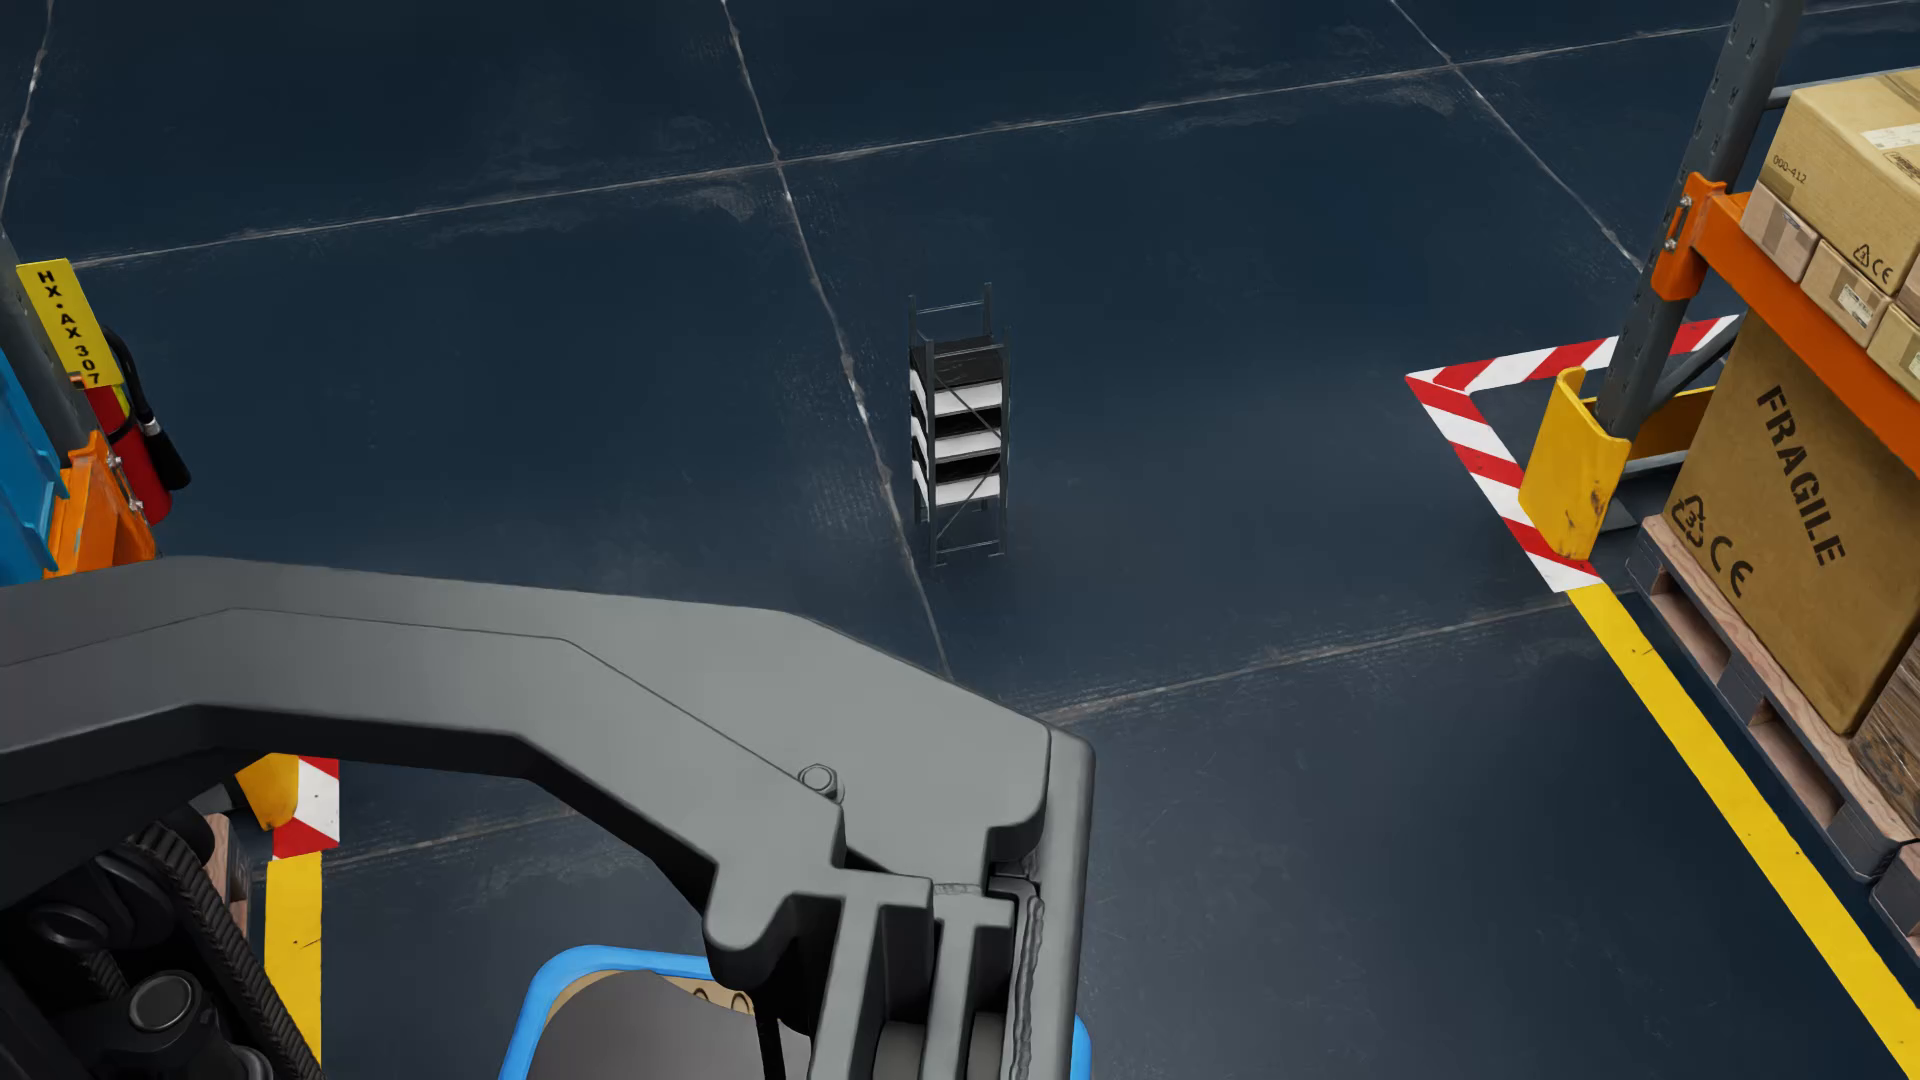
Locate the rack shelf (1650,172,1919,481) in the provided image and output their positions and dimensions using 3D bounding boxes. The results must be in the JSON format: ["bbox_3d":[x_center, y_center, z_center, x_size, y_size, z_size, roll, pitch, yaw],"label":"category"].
[{"bbox_3d":[2.917,0.449,3.213,1.077,0.370,4.000,-11,47,-10],"label":"rack shelf"}]

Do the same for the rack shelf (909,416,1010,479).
[{"bbox_3d":[-0.002,-0.297,4.958,0.258,0.077,0.200,-11,47,-10],"label":"rack shelf"}]

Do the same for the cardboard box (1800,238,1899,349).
[{"bbox_3d":[2.244,-0.613,3.926,0.380,0.149,0.250,-11,47,-11],"label":"cardboard box"}]

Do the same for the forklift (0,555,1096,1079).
[{"bbox_3d":[-0.449,1.547,1.682,1.130,2.935,3.031,5,46,5],"label":"forklift"}]

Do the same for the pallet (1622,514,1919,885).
[{"bbox_3d":[2.685,0.330,4.778,1.003,0.211,1.213,-11,47,-10],"label":"pallet"}]

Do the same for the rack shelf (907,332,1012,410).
[{"bbox_3d":[-0.002,-0.486,4.765,0.258,0.077,0.200,-11,47,-10],"label":"rack shelf"}]

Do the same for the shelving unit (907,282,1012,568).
[{"bbox_3d":[-0.002,-0.321,4.934,0.258,0.900,0.210,-11,47,-10],"label":"shelving unit"}]

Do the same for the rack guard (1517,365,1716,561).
[{"bbox_3d":[2.398,-0.325,5.218,1.175,0.500,0.348,-11,47,-10],"label":"rack guard"}]

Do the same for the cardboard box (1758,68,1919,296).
[{"bbox_3d":[2.266,-0.854,3.884,0.500,0.250,0.500,-12,47,-11],"label":"cardboard box"}]

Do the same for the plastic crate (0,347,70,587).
[{"bbox_3d":[-2.117,-0.114,3.195,0.616,0.435,0.499,-11,47,-10],"label":"plastic crate"}]

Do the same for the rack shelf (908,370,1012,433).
[{"bbox_3d":[-0.002,-0.423,4.829,0.258,0.077,0.200,-11,47,-10],"label":"rack shelf"}]

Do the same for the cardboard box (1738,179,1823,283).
[{"bbox_3d":[2.176,-0.790,4.100,0.380,0.149,0.250,-10,46,-10],"label":"cardboard box"}]

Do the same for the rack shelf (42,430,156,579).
[{"bbox_3d":[-1.871,1.355,2.326,1.077,0.370,4.000,-11,47,-10],"label":"rack shelf"}]

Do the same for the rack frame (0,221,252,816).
[{"bbox_3d":[-2.383,-0.278,3.422,1.000,3.000,0.127,-11,47,-10],"label":"rack frame"}]

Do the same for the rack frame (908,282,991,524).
[{"bbox_3d":[-0.028,-0.391,5.003,0.240,0.900,0.006,-11,47,-10],"label":"rack frame"}]

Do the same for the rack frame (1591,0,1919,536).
[{"bbox_3d":[2.405,-1.183,4.309,1.000,3.000,0.127,-11,47,-10],"label":"rack frame"}]

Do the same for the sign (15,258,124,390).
[{"bbox_3d":[-1.856,-0.447,3.473,0.100,0.325,0.005,-11,47,-10],"label":"sign"}]

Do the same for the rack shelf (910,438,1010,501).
[{"bbox_3d":[-0.002,-0.234,5.022,0.258,0.077,0.200,-11,47,-10],"label":"rack shelf"}]

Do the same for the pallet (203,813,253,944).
[{"bbox_3d":[-2.210,1.275,3.853,1.003,0.211,1.213,-11,47,-10],"label":"pallet"}]

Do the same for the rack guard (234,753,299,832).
[{"bbox_3d":[-2.402,0.583,4.329,1.175,0.500,0.348,-11,47,-10],"label":"rack guard"}]

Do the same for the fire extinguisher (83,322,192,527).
[{"bbox_3d":[-1.983,-0.307,3.766,0.296,0.674,0.183,-11,47,-10],"label":"fire extinguisher"}]

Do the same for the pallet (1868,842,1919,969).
[{"bbox_3d":[2.994,1.171,3.954,1.003,0.211,1.213,-11,47,-10],"label":"pallet"}]

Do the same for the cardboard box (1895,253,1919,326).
[{"bbox_3d":[2.406,-0.496,3.533,0.500,0.250,0.500,-11,47,-11],"label":"cardboard box"}]

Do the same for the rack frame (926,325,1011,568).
[{"bbox_3d":[0.024,-0.250,4.865,0.240,0.900,0.006,-11,47,-10],"label":"rack frame"}]

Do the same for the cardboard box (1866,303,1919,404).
[{"bbox_3d":[2.309,-0.436,3.753,0.380,0.149,0.250,-12,47,-11],"label":"cardboard box"}]

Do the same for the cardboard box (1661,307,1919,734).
[{"bbox_3d":[2.646,-0.159,4.500,0.875,0.875,0.875,-11,47,-10],"label":"cardboard box"}]

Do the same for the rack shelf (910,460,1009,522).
[{"bbox_3d":[-0.002,-0.171,5.086,0.258,0.077,0.200,-11,47,-10],"label":"rack shelf"}]

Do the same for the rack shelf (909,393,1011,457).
[{"bbox_3d":[-0.002,-0.360,4.894,0.258,0.077,0.200,-11,47,-10],"label":"rack shelf"}]

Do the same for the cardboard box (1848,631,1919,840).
[{"bbox_3d":[2.879,0.469,3.884,0.875,0.875,0.875,-11,47,-10],"label":"cardboard box"}]
